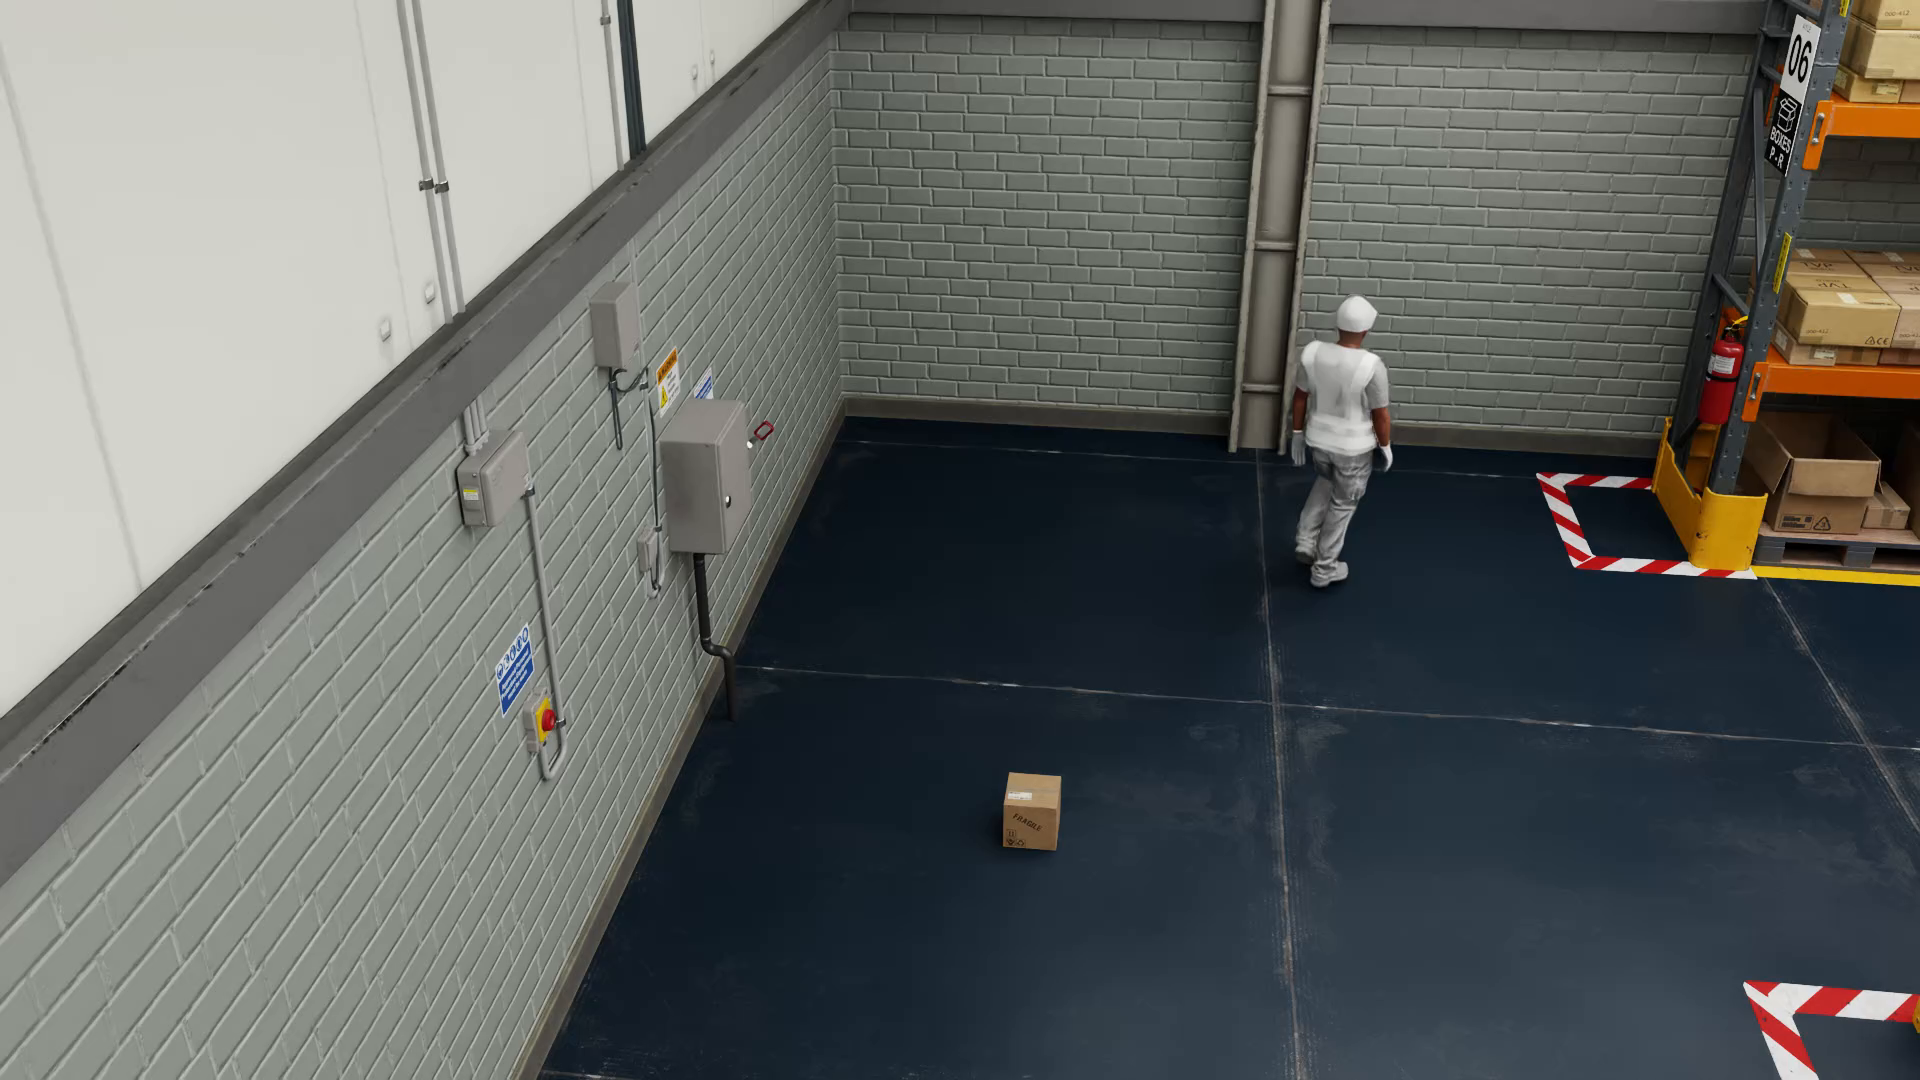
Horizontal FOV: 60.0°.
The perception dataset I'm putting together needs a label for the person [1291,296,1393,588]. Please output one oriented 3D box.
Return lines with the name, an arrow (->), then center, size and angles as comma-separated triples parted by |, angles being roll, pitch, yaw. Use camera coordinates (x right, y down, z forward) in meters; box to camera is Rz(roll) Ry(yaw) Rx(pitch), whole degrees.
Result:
person -> 2.233, -0.574, 9.640 | 0.560, 1.803, 0.464 | 24, 36, 37
